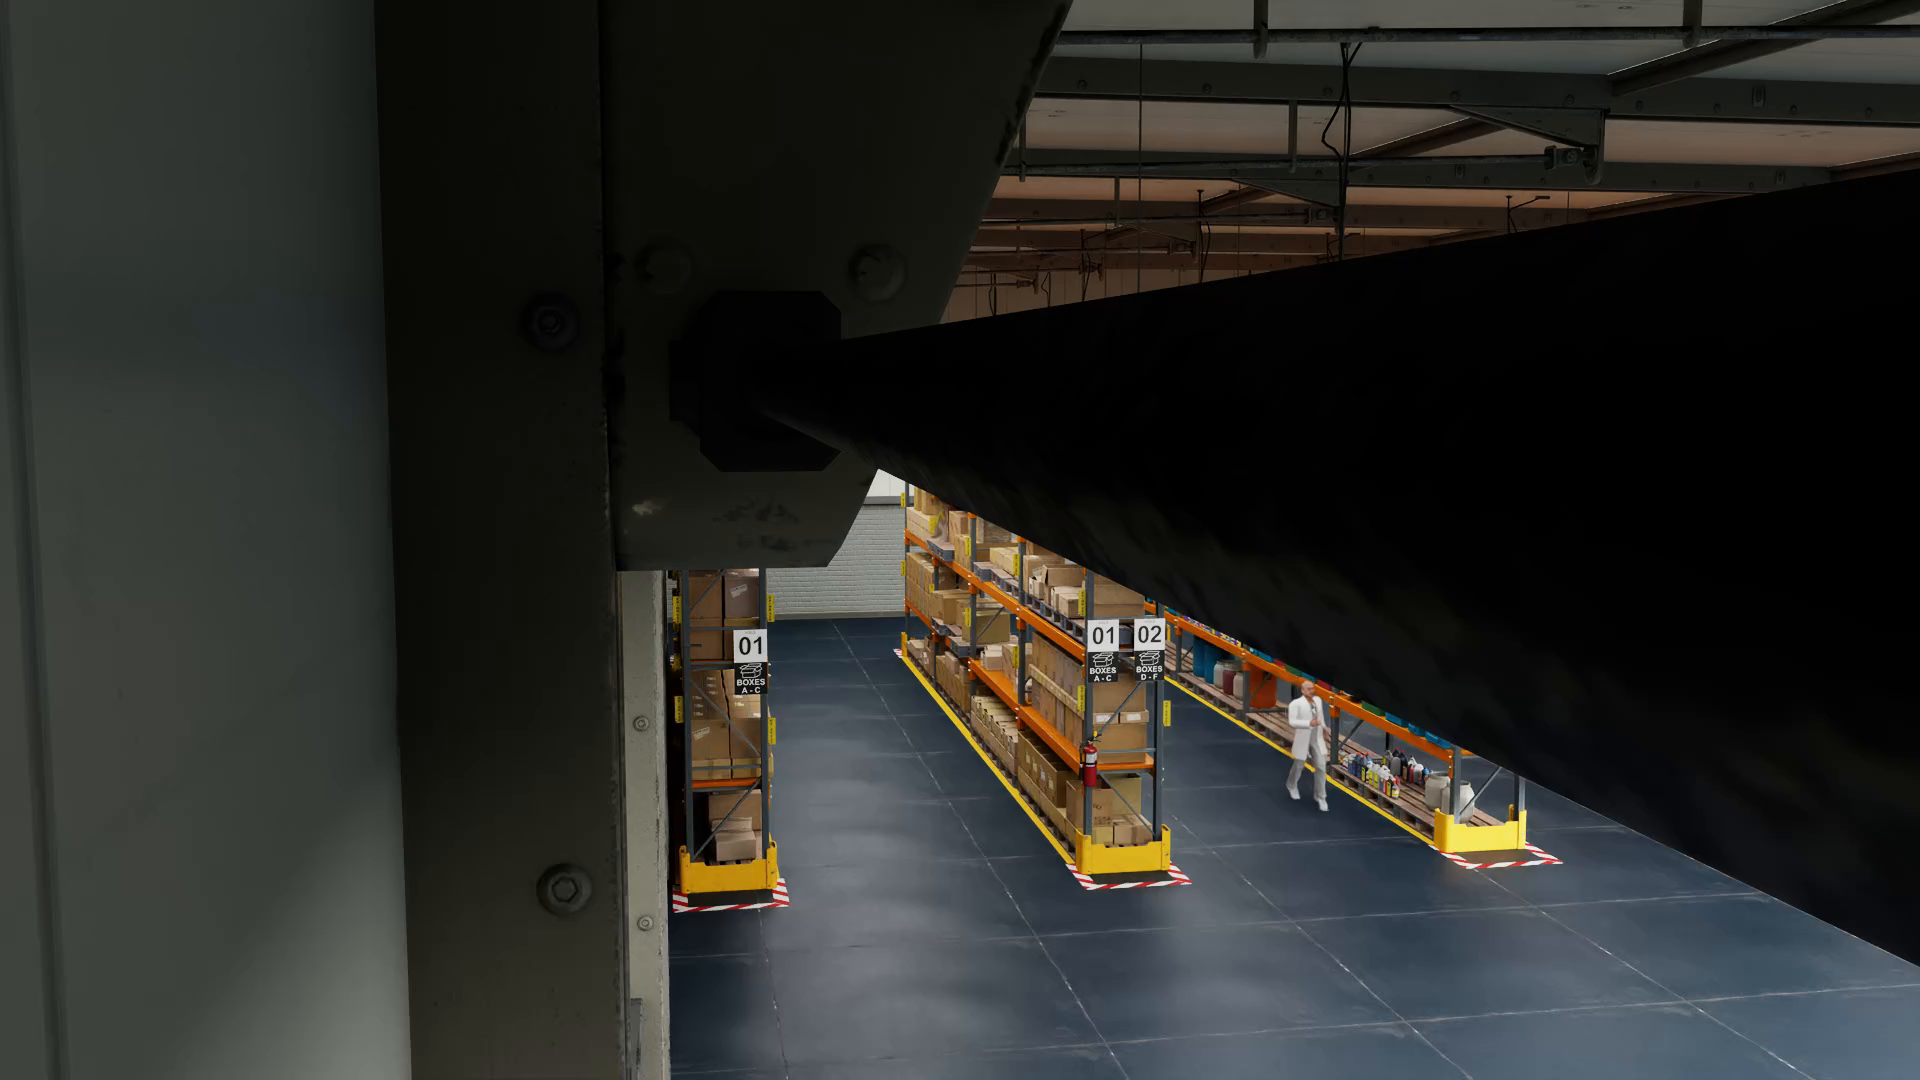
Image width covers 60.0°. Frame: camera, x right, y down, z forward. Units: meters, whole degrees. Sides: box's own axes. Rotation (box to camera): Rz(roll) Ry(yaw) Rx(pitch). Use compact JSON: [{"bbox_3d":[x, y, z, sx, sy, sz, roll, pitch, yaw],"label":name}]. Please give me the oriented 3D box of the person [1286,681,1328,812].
[{"bbox_3d":[5.025,2.937,24.067,0.678,1.829,0.924,-2,6,-15],"label":"person"}]
